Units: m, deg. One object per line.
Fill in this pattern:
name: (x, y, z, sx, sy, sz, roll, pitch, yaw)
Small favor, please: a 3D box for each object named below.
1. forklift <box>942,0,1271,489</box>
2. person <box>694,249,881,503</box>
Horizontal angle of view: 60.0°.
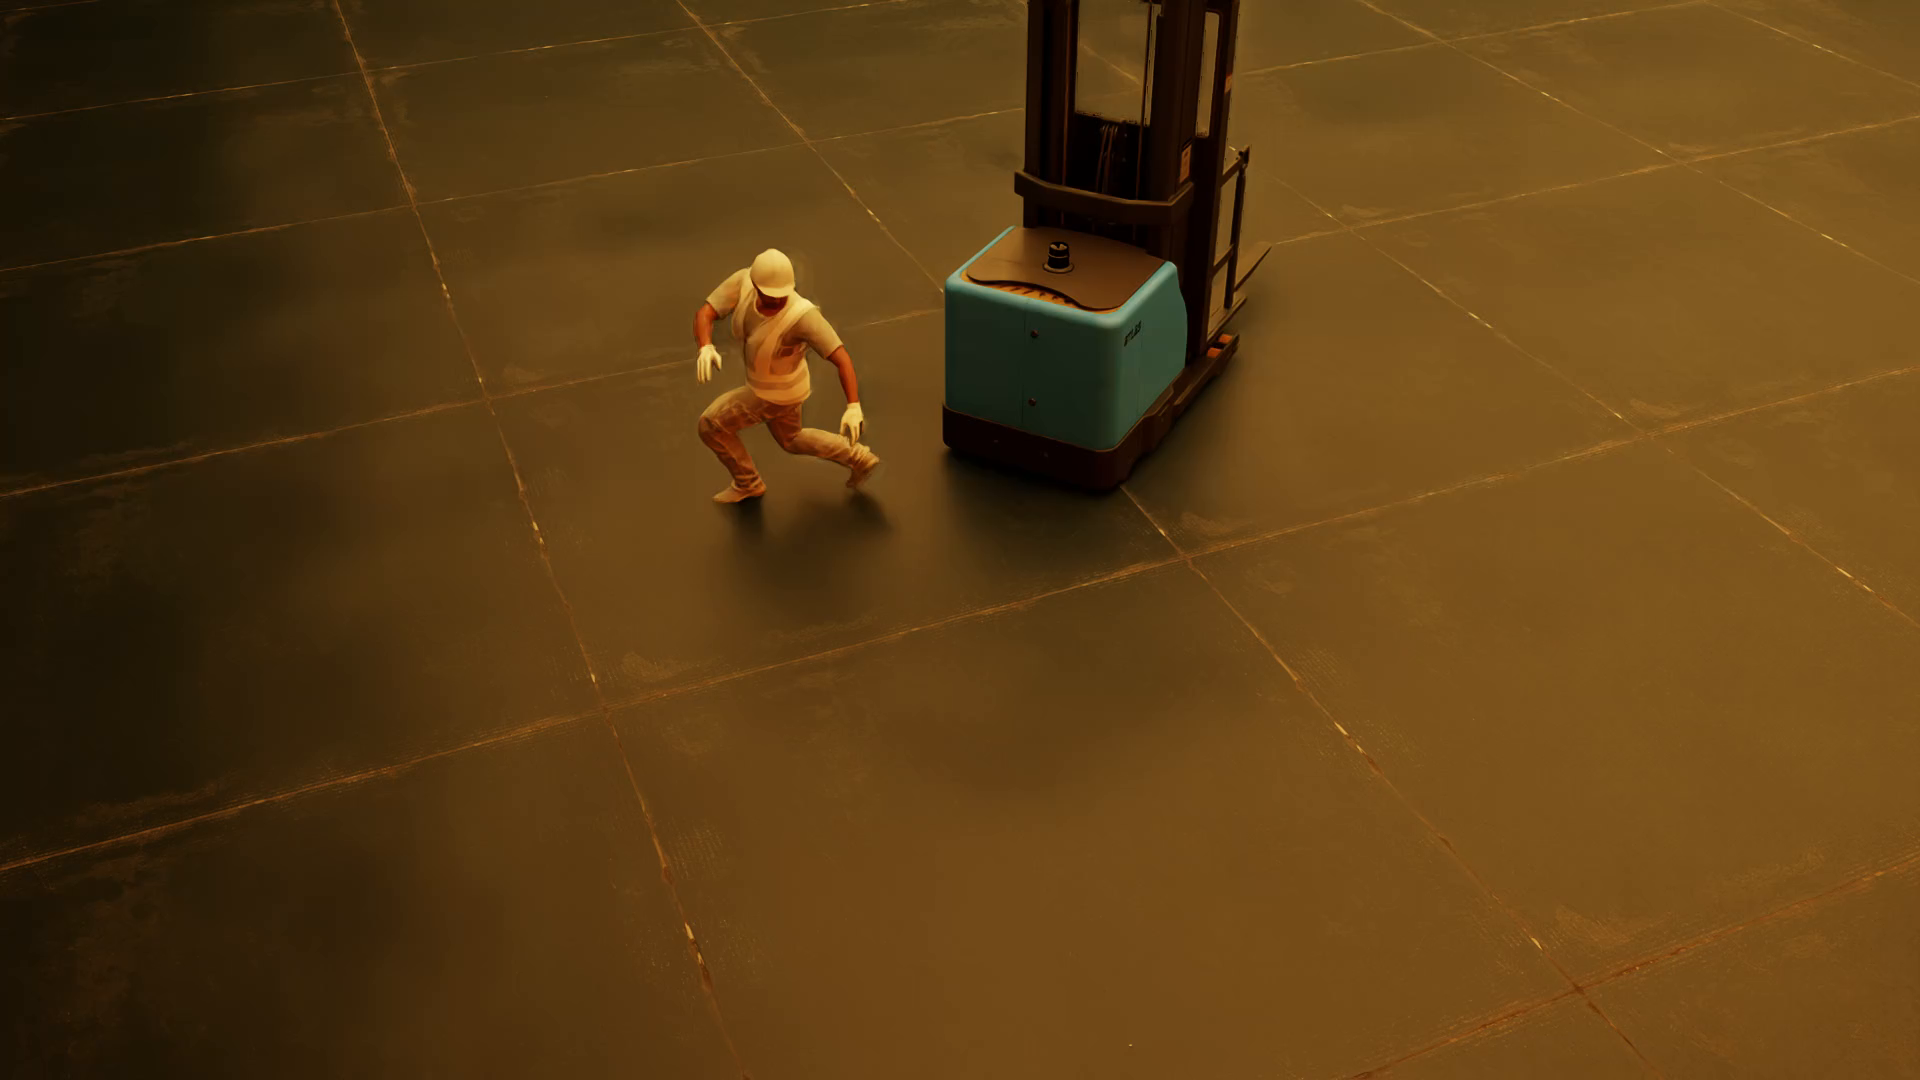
forklift: (1.047, -2.300, 9.333, 1.130, 2.935, 3.031, 17, 39, 23)
person: (-0.886, -0.792, 8.476, 0.939, 1.543, 0.697, -5, 36, -7)
